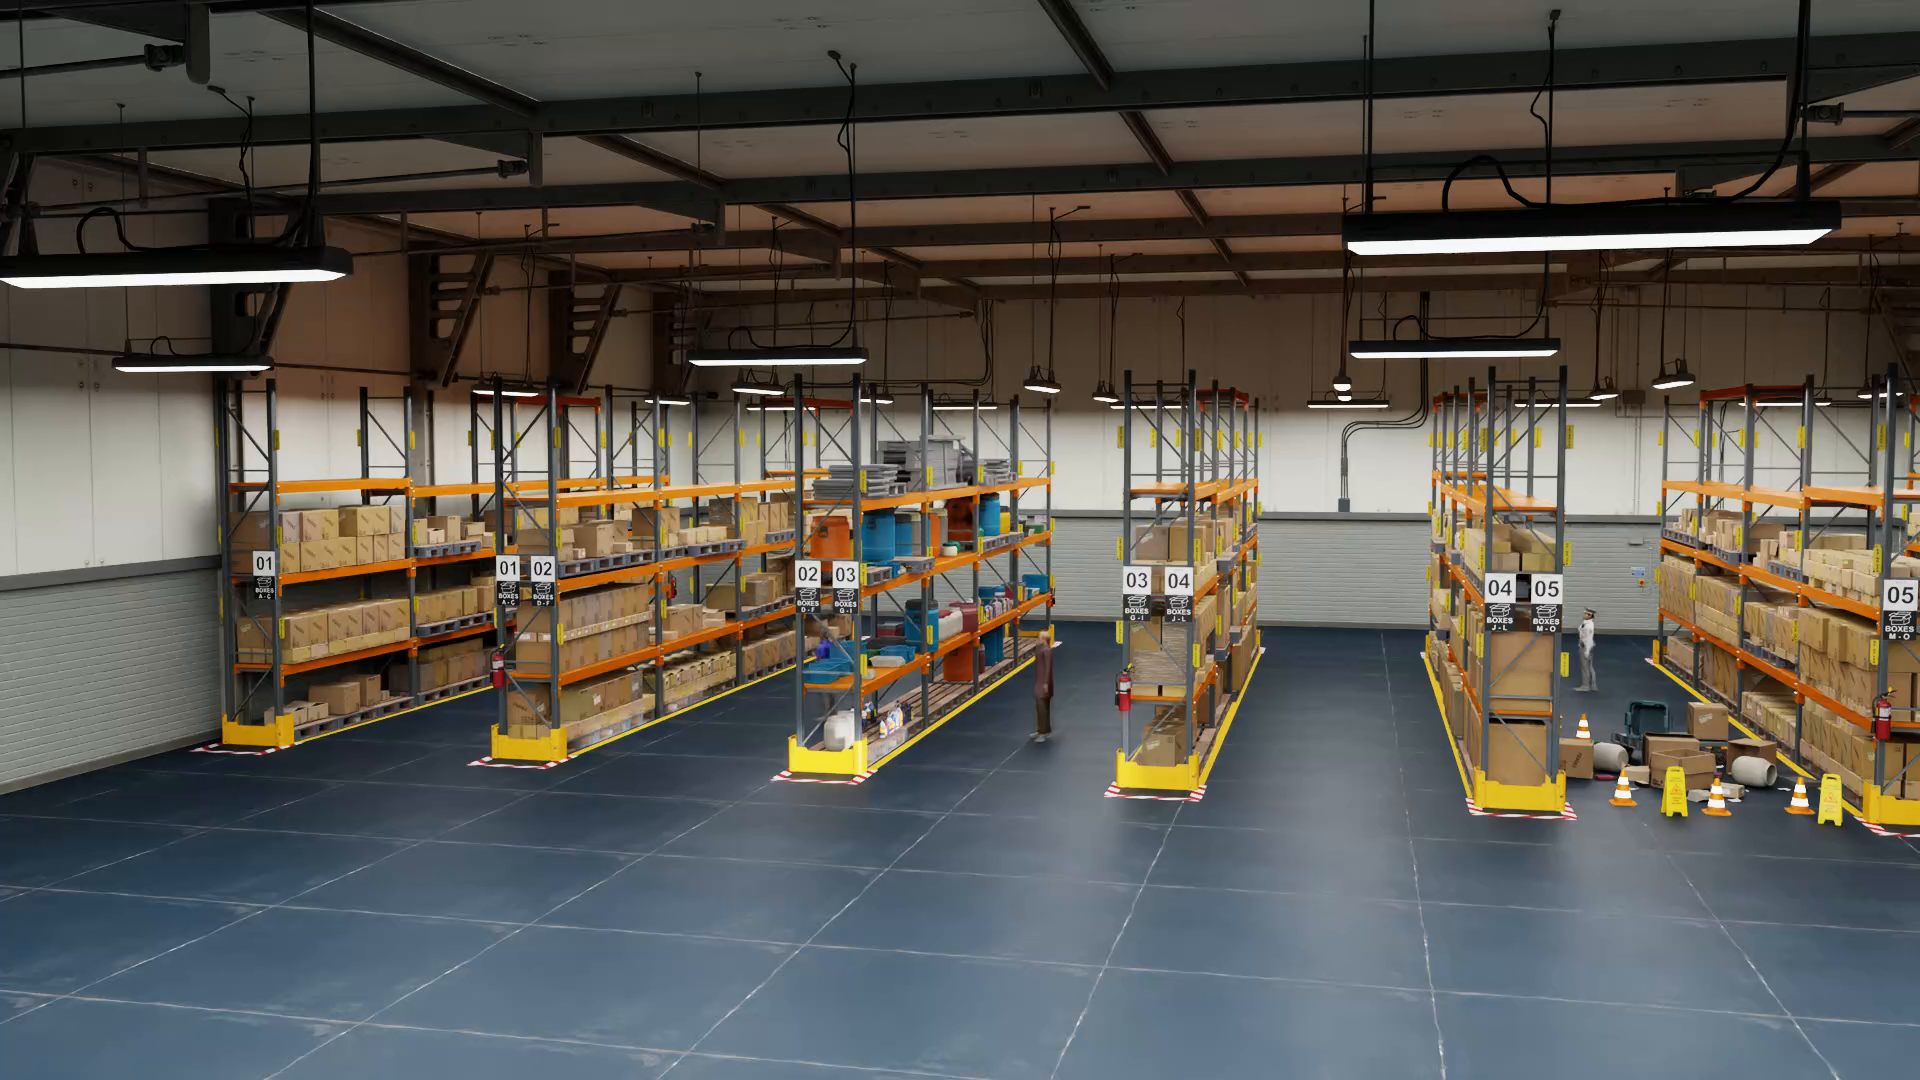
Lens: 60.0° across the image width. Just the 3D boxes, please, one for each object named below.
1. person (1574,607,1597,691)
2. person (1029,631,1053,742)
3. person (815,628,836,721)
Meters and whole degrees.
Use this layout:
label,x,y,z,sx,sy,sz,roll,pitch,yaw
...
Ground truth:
label,x,y,z,sx,sy,sz,roll,pitch,yaw
person,12.515,2.177,33.186,0.400,1.691,0.514,3,4,37
person,1.359,2.453,27.889,0.396,1.833,0.650,0,3,1
person,-2.402,2.417,29.615,0.343,1.689,0.545,1,4,21
